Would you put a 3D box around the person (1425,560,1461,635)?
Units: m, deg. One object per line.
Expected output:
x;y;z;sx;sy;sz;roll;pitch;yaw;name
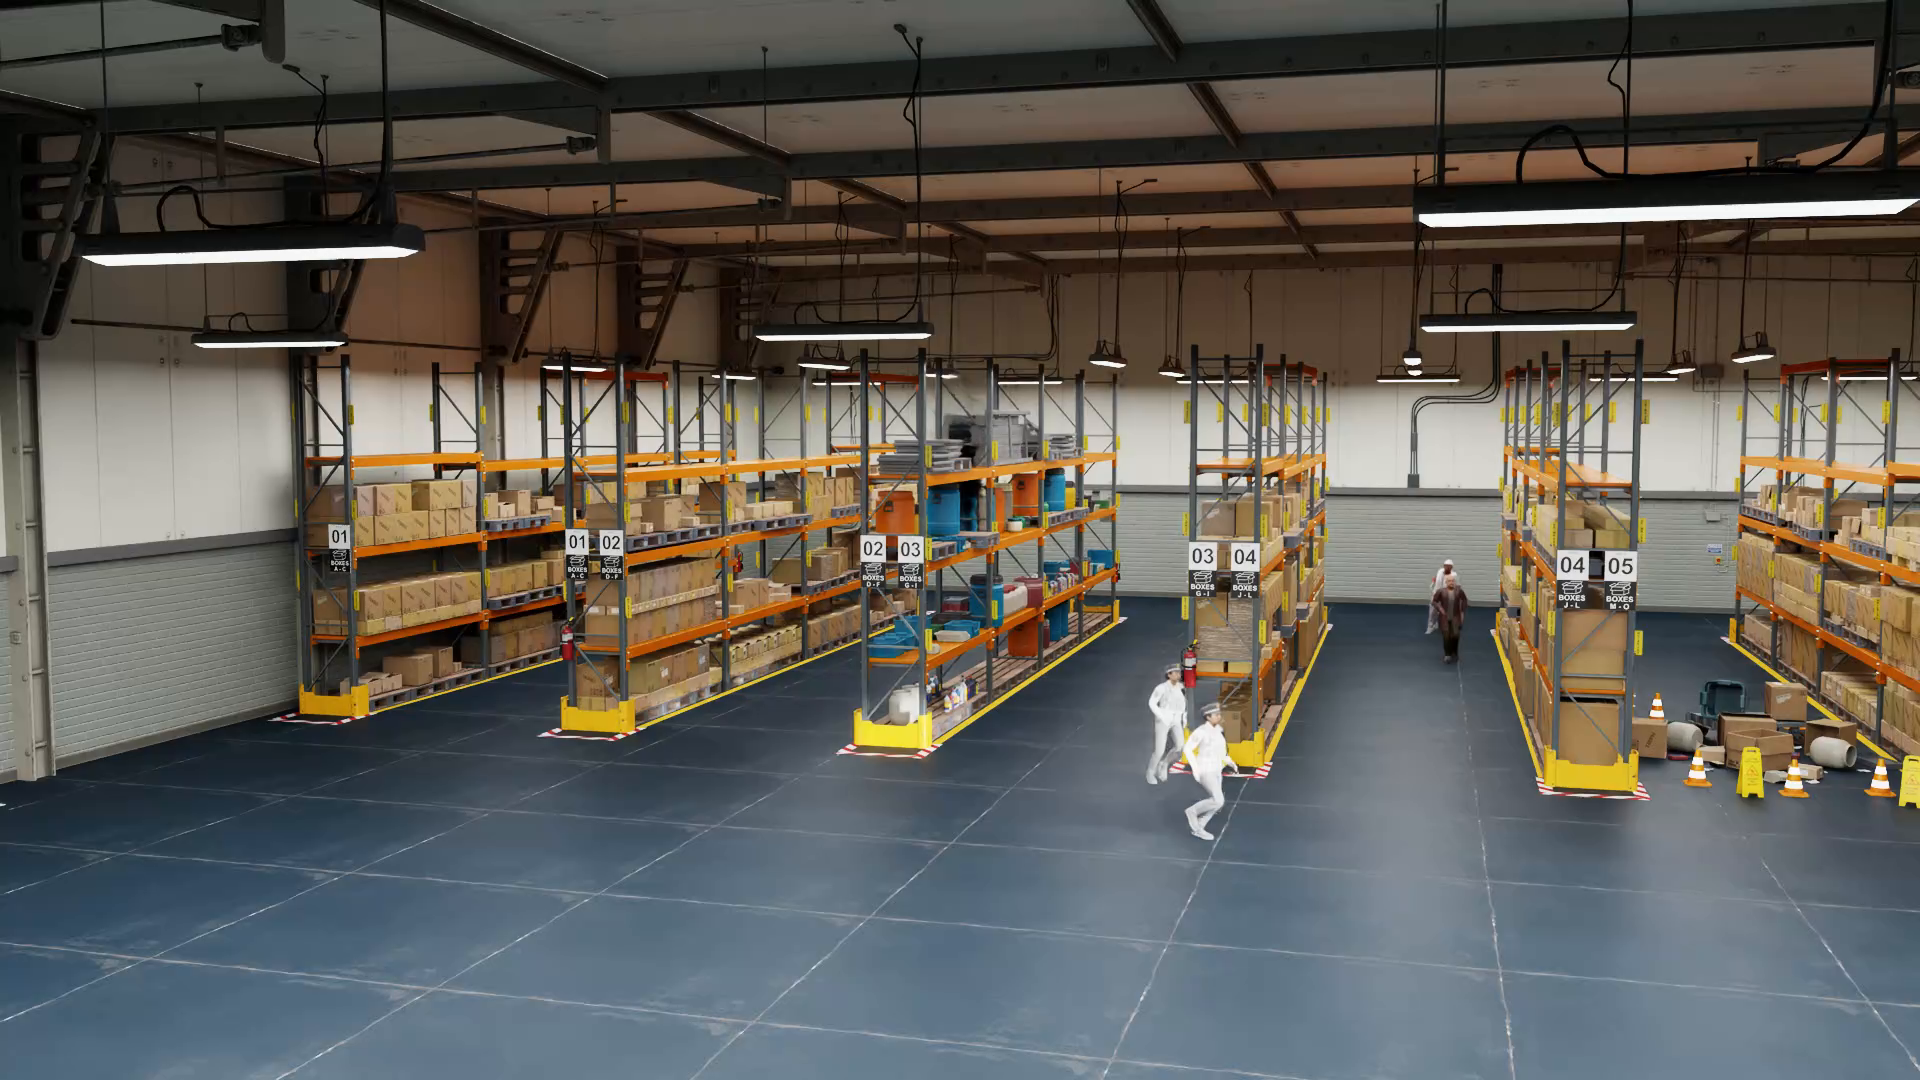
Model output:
11.118;1.301;38.113;0.712;1.731;0.812;3;5;37;person

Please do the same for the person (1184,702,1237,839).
2.963;2.719;19.567;0.575;1.645;0.593;4;6;43;person

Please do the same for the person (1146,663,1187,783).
2.879;2.489;22.647;0.677;1.641;0.553;-2;5;-23;person

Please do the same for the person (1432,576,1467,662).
9.917;1.601;33.679;0.710;1.757;0.696;1;4;13;person
